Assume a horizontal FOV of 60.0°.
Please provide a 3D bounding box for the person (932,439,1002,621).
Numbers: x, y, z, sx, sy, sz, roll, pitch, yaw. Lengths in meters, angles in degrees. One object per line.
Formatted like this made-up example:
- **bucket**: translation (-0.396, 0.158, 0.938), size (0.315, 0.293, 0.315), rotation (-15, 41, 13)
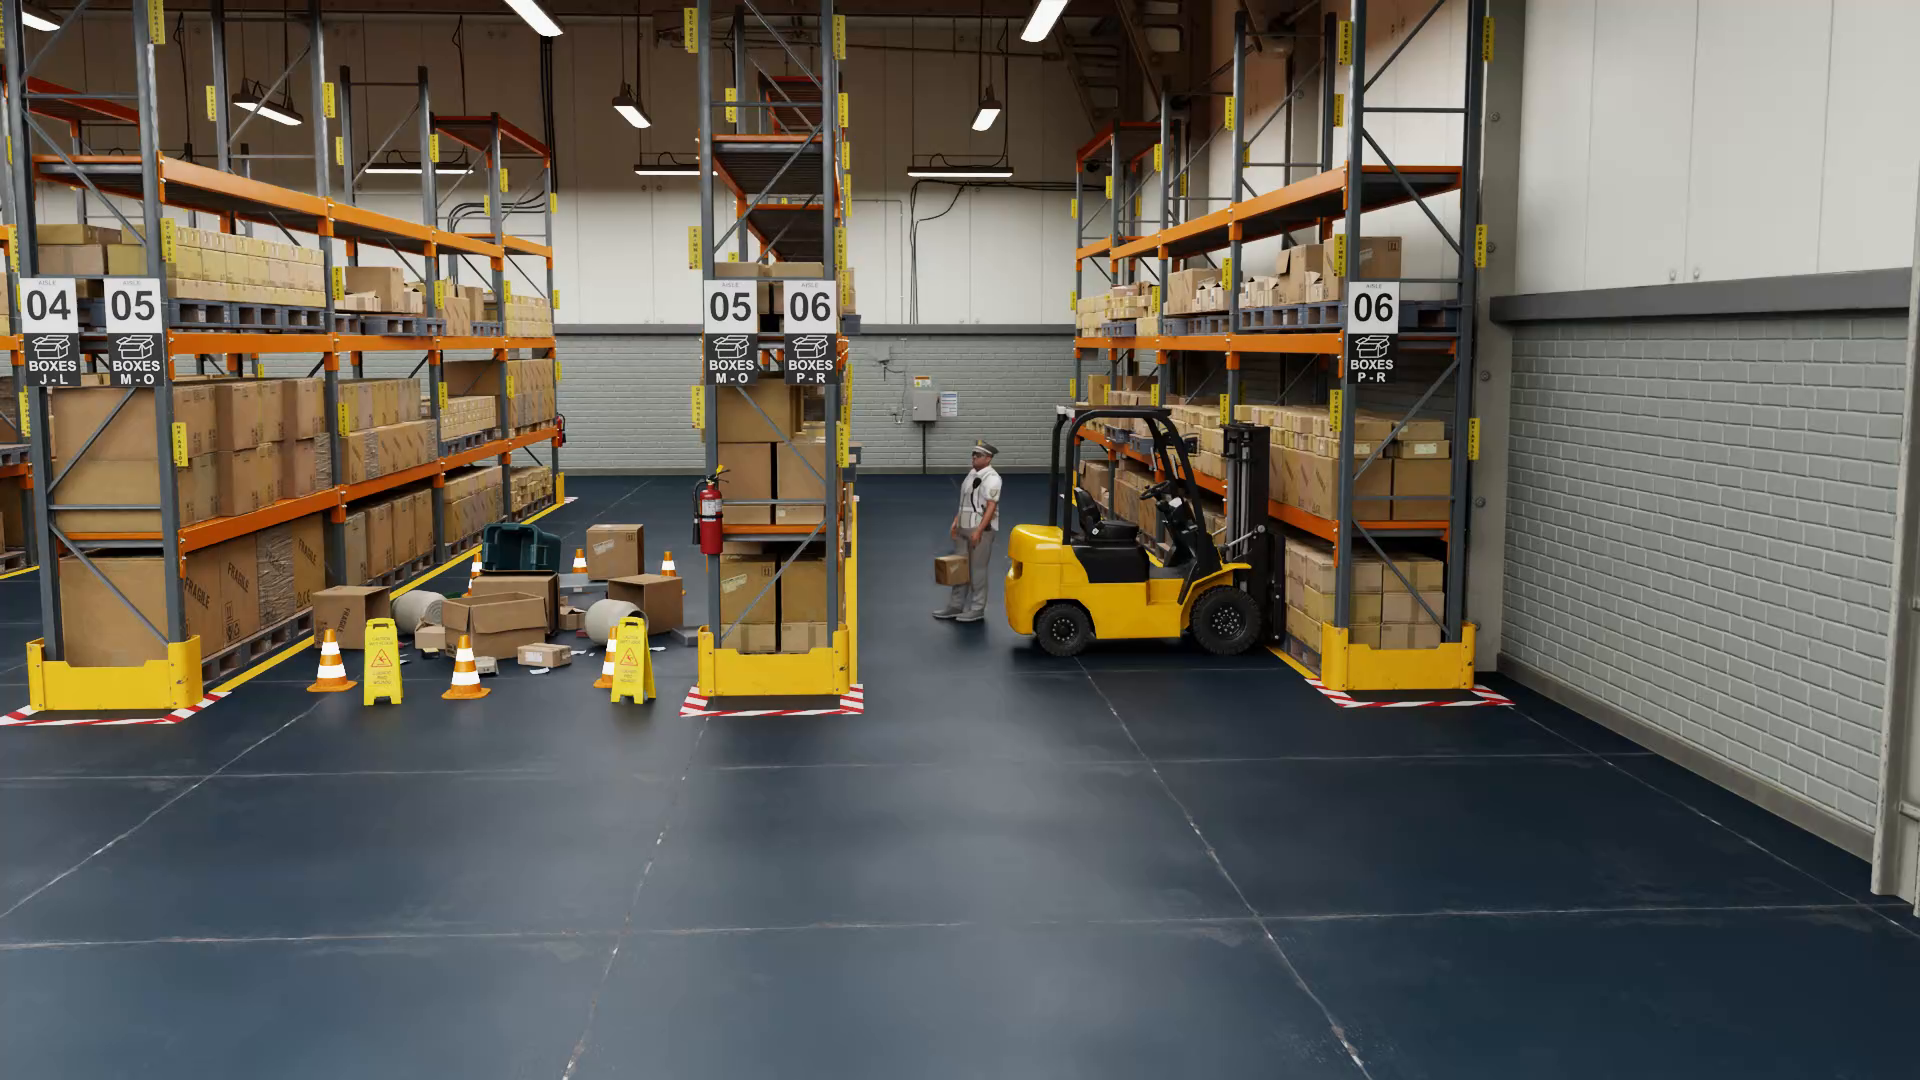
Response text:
- **person**: translation (0.086, -0.101, 16.356), size (0.571, 1.783, 0.609), rotation (-4, 8, -28)
